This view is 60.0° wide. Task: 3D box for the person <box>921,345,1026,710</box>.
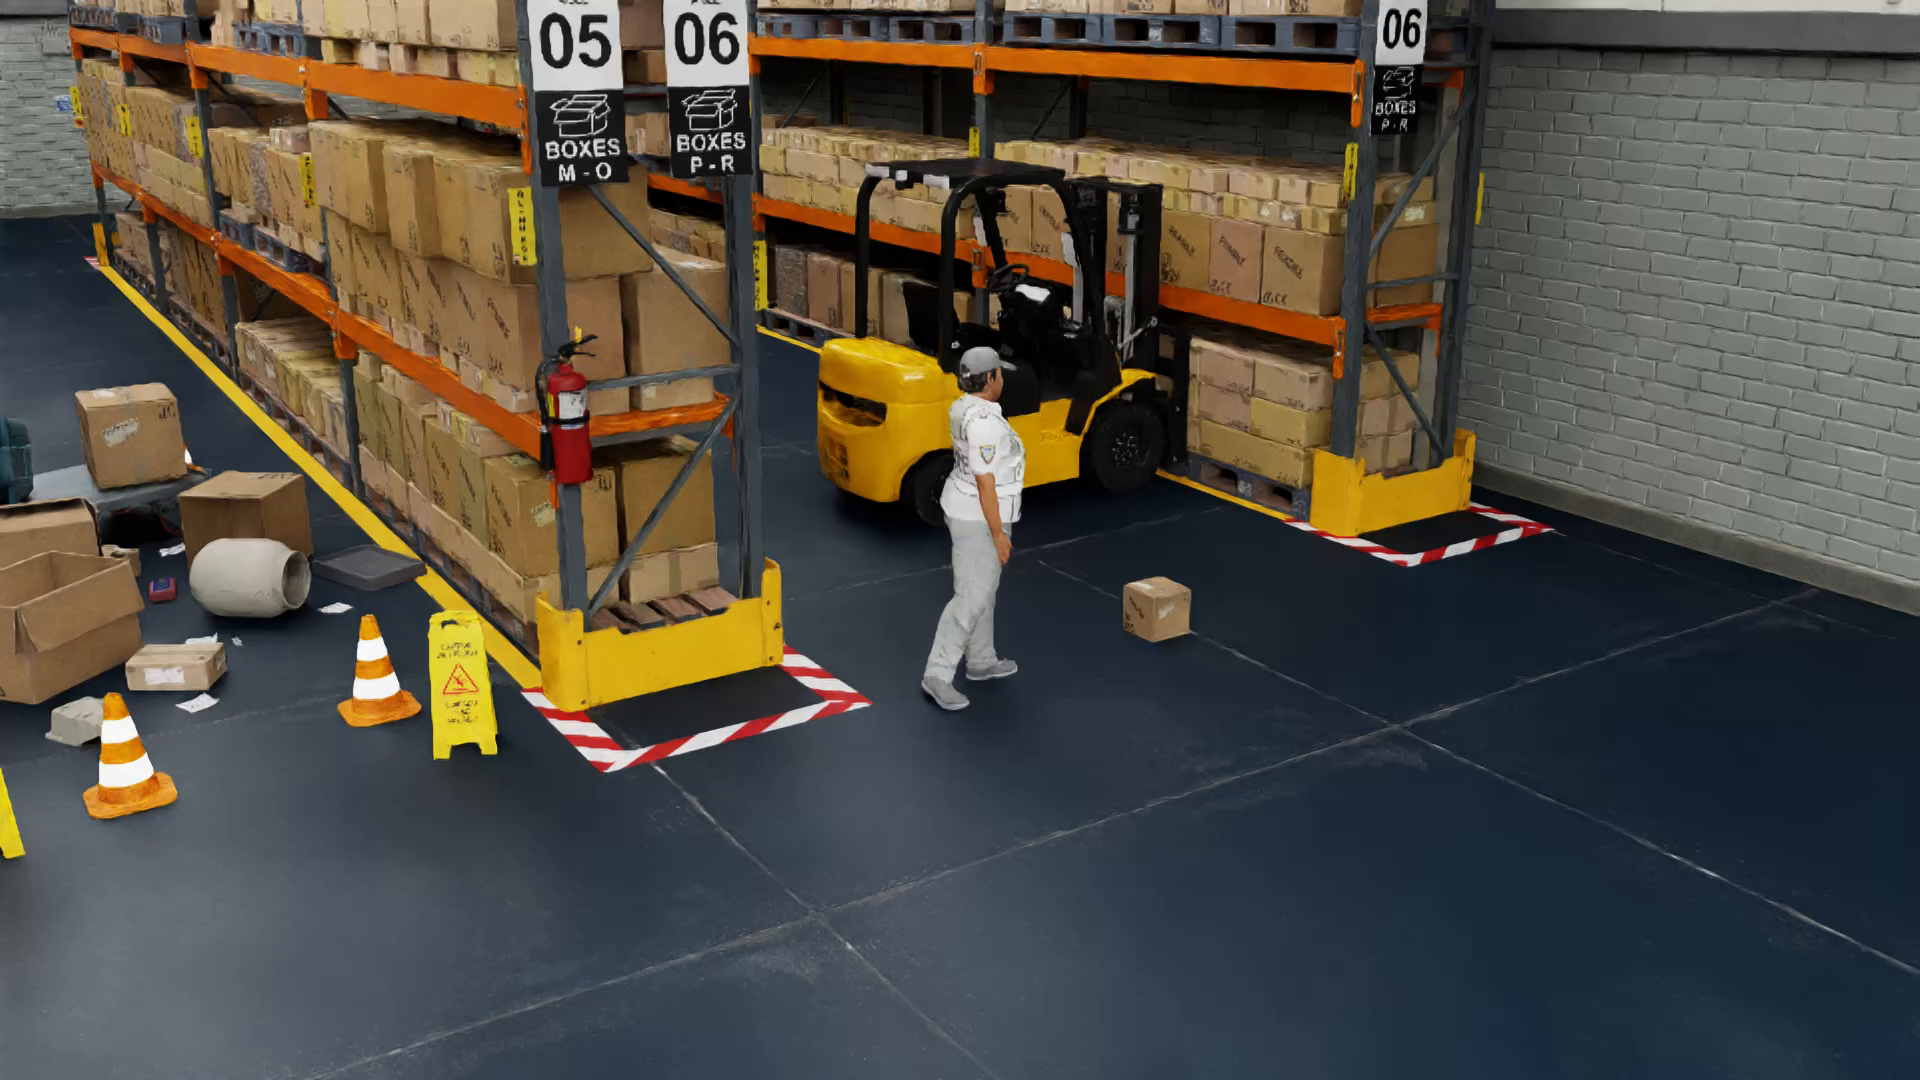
[{"bbox_3d":[0.054,-0.083,7.820,0.521,1.663,0.667,-3,18,-9],"label":"person"}]
